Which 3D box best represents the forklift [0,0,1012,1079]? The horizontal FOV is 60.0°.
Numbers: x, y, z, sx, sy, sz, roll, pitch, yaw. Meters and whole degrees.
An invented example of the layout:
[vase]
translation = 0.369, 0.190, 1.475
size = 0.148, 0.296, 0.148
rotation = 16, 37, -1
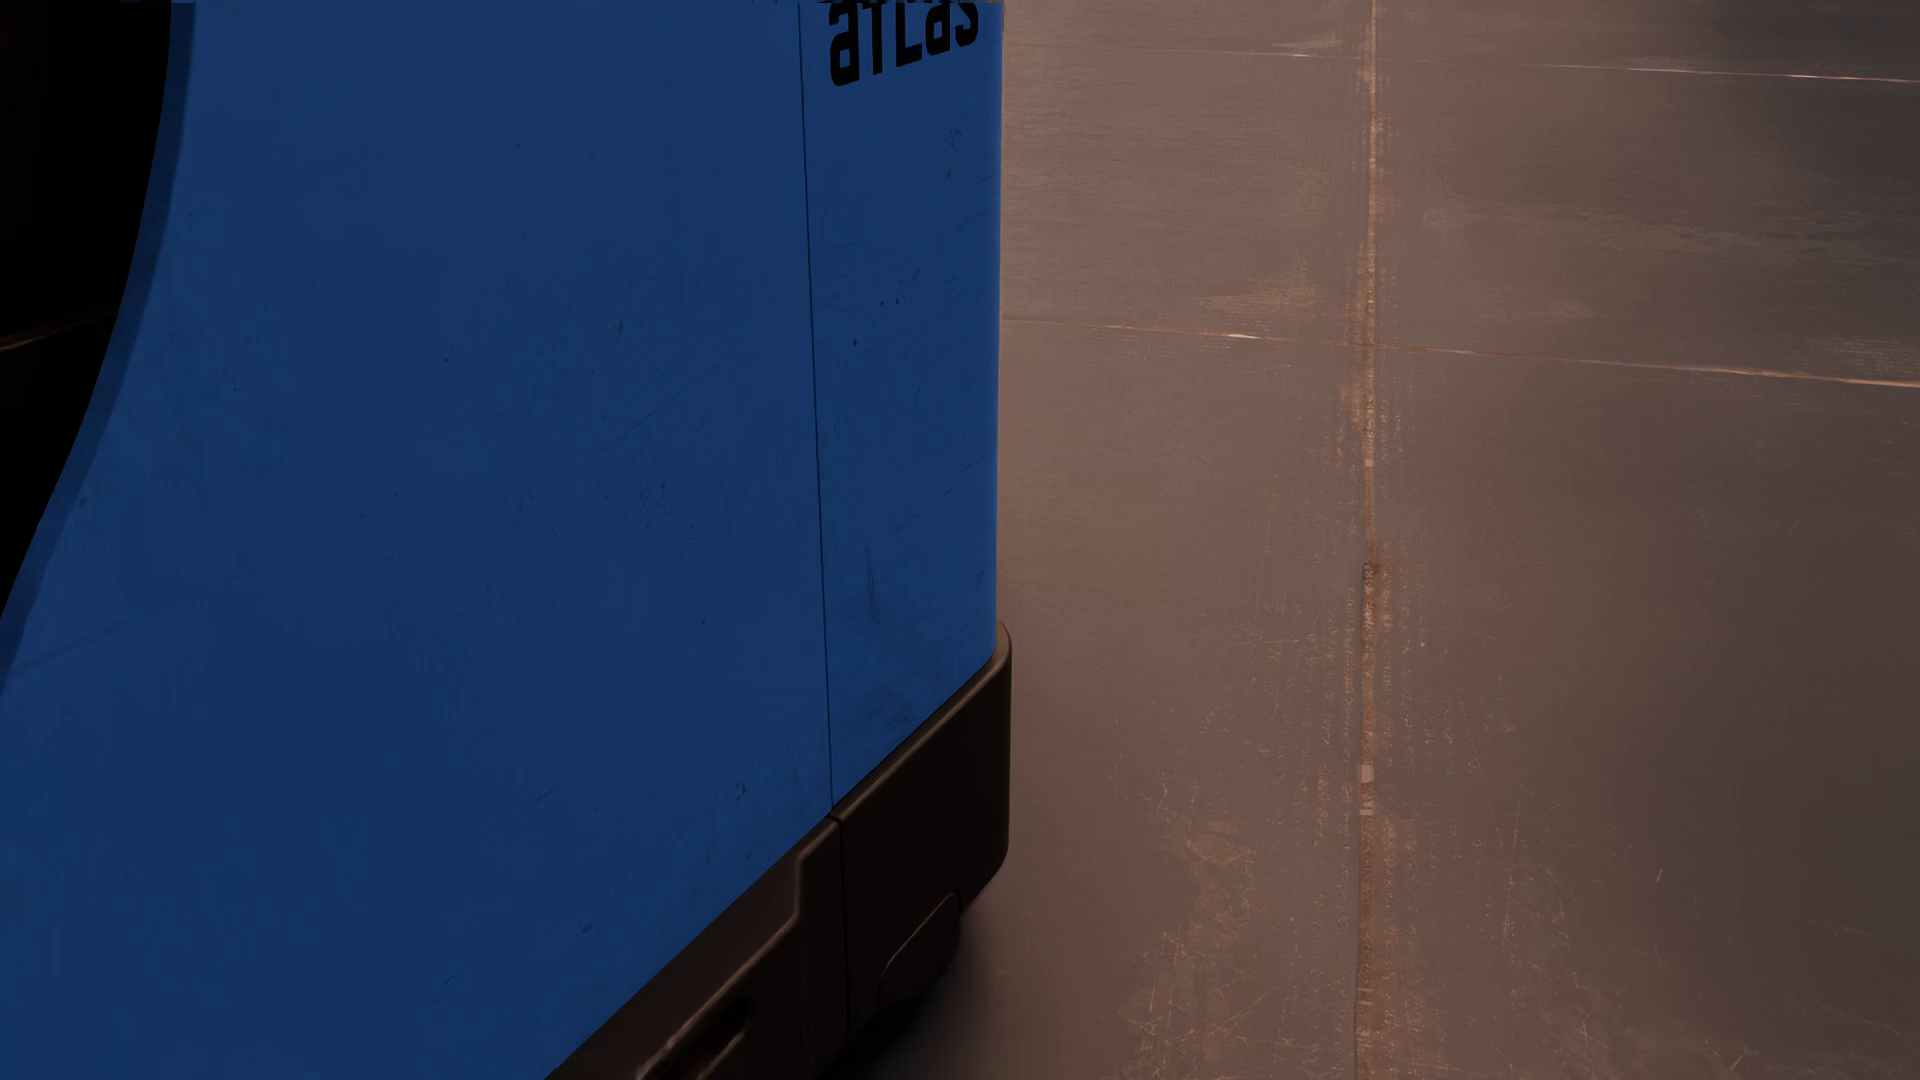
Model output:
[forklift]
translation = -1.113, -0.473, 0.183
size = 1.130, 2.935, 3.031
rotation = 14, 30, 26
